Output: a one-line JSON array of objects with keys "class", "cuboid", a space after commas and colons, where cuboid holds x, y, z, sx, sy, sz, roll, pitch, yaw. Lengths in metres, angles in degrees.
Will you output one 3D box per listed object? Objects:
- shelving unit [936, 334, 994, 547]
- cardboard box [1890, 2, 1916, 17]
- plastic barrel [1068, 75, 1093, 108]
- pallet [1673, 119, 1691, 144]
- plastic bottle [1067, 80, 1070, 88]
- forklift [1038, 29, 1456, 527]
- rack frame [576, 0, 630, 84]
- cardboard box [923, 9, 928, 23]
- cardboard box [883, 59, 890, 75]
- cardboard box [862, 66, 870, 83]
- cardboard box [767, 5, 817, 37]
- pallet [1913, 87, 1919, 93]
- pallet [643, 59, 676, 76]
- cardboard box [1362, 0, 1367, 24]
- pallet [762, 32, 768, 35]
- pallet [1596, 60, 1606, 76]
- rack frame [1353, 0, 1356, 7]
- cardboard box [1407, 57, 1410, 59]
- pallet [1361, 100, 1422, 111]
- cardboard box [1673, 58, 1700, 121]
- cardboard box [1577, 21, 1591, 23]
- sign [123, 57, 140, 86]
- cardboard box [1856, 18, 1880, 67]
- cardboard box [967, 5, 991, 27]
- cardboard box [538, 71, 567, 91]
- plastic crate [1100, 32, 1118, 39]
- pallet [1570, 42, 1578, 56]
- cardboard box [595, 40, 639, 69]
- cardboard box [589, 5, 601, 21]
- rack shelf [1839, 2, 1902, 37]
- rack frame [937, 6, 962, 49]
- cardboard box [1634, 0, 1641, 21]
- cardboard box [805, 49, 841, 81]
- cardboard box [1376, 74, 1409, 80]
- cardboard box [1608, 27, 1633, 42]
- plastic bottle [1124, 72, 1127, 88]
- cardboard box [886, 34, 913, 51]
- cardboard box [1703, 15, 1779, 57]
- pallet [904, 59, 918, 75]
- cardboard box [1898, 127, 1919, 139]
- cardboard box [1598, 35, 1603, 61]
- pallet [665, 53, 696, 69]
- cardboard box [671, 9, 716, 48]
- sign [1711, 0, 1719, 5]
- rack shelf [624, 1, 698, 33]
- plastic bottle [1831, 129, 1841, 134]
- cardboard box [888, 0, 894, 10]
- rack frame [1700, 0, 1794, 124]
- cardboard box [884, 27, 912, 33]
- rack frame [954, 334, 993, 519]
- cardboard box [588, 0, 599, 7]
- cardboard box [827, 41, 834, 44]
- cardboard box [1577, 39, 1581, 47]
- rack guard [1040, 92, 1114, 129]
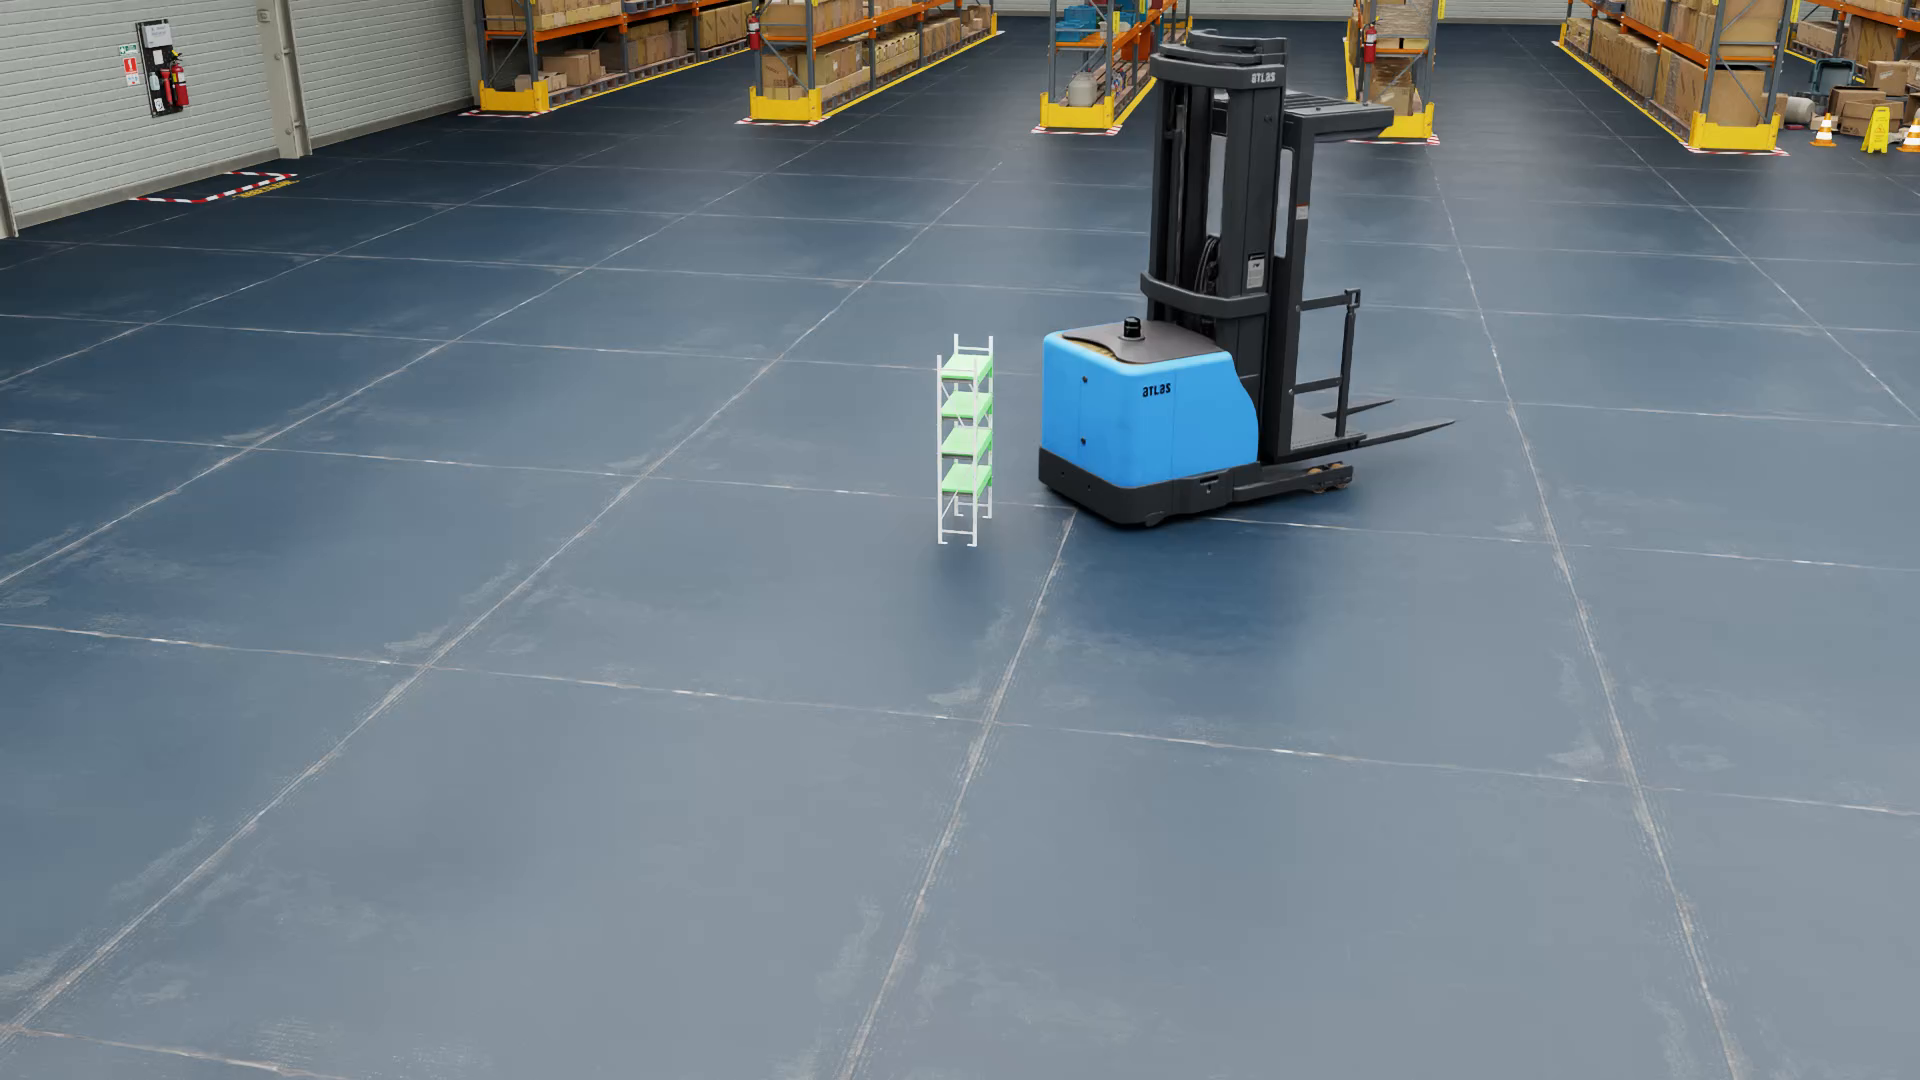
[{"class": "shelving unit", "cuboid": [0.034, -0.617, 10.280, 0.258, 1.200, 0.503, 4, 22, 11]}, {"class": "cardboard box", "cuboid": [17.964, -10.036, 31.458, 0.500, 0.250, 0.500, 4, 22, 9]}, {"class": "plastic barrel", "cuboid": [1.992, -7.395, 27.469, 0.421, 0.512, 0.421, 0, 22, 0]}, {"class": "pallet", "cuboid": [11.703, -6.320, 25.764, 1.003, 0.211, 1.213, 4, 22, 11]}, {"class": "plastic bottle", "cuboid": [1.884, -7.801, 28.756, 0.061, 0.283, 0.133, 5, 22, 12]}, {"class": "forklift", "cuboid": [2.062, -1.829, 10.971, 3.031, 2.935, 1.130, -12, 25, -28]}, {"class": "rack frame", "cuboid": [-6.950, -10.326, 31.978, 1.000, 3.000, 0.127, 4, 22, 11]}, {"class": "cardboard box", "cuboid": [-1.009, -11.744, 37.252, 0.500, 0.250, 0.500, 5, 22, 11]}, {"class": "cardboard box", "cuboid": [-1.669, -9.185, 32.262, 0.500, 0.250, 0.500, 5, 22, 12]}, {"class": "cardboard box", "cuboid": [-1.980, -8.683, 31.017, 0.500, 0.250, 0.500, 4, 22, 11]}, {"class": "cardboard box", "cuboid": [-2.808, -8.703, 27.814, 0.700, 0.500, 0.500, 4, 22, 11]}, {"class": "pallet", "cuboid": [17.703, -7.877, 29.629, 1.003, 0.211, 1.213, 4, 22, 11]}, {"class": "pallet", "cuboid": [-6.546, -9.765, 34.318, 1.003, 0.211, 1.213, 4, 22, 11]}, {"class": "cardboard box", "cuboid": [7.308, -9.038, 28.247, 0.875, 0.500, 0.500, 4, 22, 11]}, {"class": "pallet", "cuboid": [-5.086, -12.231, 40.439, 1.003, 0.211, 1.213, 4, 22, 11]}, {"class": "pallet", "cuboid": [13.661, -9.678, 34.102, 1.003, 0.211, 1.213, 4, 22, 11]}, {"class": "rack frame", "cuboid": [10.046, -13.582, 40.062, 1.000, 3.000, 0.127, 4, 22, 11]}, {"class": "cardboard box", "cuboid": [7.859, -8.634, 30.533, 0.700, 0.500, 0.500, 4, 22, 11]}, {"class": "pallet", "cuboid": [7.248, -7.204, 27.959, 1.003, 0.211, 1.213, 4, 22, 11]}, {"class": "cardboard box", "cuboid": [11.867, -7.100, 26.249, 0.875, 0.875, 0.875, 4, 22, 10]}, {"class": "cardboard box", "cuboid": [14.291, -11.760, 37.995, 0.380, 0.149, 0.250, 5, 23, 13]}, {"class": "sign", "cuboid": [-10.450, -5.912, 20.971, 0.001, 0.329, 0.234, 4, 22, 11]}, {"class": "cardboard box", "cuboid": [18.706, -10.009, 33.473, 0.875, 0.875, 0.875, 5, 22, 12]}, {"class": "cardboard box", "cuboid": [0.479, -13.166, 41.785, 0.500, 0.500, 0.500, 4, 22, 11]}, {"class": "cardboard box", "cuboid": [-7.421, -8.275, 29.895, 0.500, 0.311, 0.500, 6, 23, 15]}, {"class": "plastic crate", "cuboid": [2.430, -8.289, 27.272, 0.298, 0.136, 0.250, 4, 22, 11]}, {"class": "pallet", "cuboid": [14.414, -11.107, 37.648, 1.003, 0.211, 1.213, 4, 22, 11]}, {"class": "cardboard box", "cuboid": [-6.816, -9.641, 33.035, 0.700, 0.500, 0.500, 5, 23, 13]}, {"class": "cardboard box", "cuboid": [-6.947, -9.703, 30.604, 0.500, 0.250, 0.500, 4, 22, 11]}, {"class": "rack shelf", "cuboid": [18.523, -10.299, 32.873, 1.077, 0.370, 4.000, 4, 22, 11]}, {"class": "rack frame", "cuboid": [-0.467, -12.876, 38.309, 1.000, 3.000, 0.127, 4, 22, 11]}, {"class": "cardboard box", "cuboid": [12.688, -9.773, 30.472, 0.500, 0.500, 0.500, 4, 22, 11]}, {"class": "cardboard box", "cuboid": [-2.399, -8.300, 29.062, 0.500, 0.500, 0.500, 4, 22, 11]}, {"class": "cardboard box", "cuboid": [7.160, -7.442, 27.600, 0.500, 0.500, 0.500, 7, 23, 16]}, {"class": "cardboard box", "cuboid": [13.224, -10.080, 33.147, 0.500, 0.250, 0.500, 5, 22, 12]}, {"class": "plastic bottle", "cuboid": [2.973, -8.314, 30.029, 0.061, 0.283, 0.133, 6, 23, 14]}, {"class": "cardboard box", "cuboid": [-1.249, -10.191, 34.011, 0.500, 0.311, 0.500, 4, 22, 10]}, {"class": "cardboard box", "cuboid": [11.647, -7.524, 24.820, 0.875, 0.550, 0.550, 4, 22, 11]}, {"class": "pallet", "cuboid": [-1.490, -9.821, 34.457, 1.003, 0.211, 1.213, 4, 22, 11]}, {"class": "cardboard box", "cuboid": [14.772, -6.286, 25.762, 0.380, 0.149, 0.250, 18, 28, 38]}, {"class": "cardboard box", "cuboid": [13.454, -10.103, 34.208, 0.500, 0.500, 0.500, 5, 22, 12]}, {"class": "pallet", "cuboid": [-6.295, -10.210, 35.422, 1.003, 0.211, 1.213, 4, 22, 11]}, {"class": "cardboard box", "cuboid": [-5.855, -11.246, 36.577, 0.750, 0.750, 0.750, 4, 22, 10]}, {"class": "sign", "cuboid": [11.088, -8.009, 24.357, 0.100, 0.325, 0.005, 4, 22, 11]}, {"class": "rack shelf", "cuboid": [-6.542, -10.724, 33.929, 1.077, 0.370, 4.000, 4, 22, 11]}, {"class": "plastic bottle", "cuboid": [13.813, -6.481, 26.365, 0.133, 0.061, 0.283, -3, 22, -8]}, {"class": "cardboard box", "cuboid": [-1.610, -10.844, 33.131, 0.500, 0.500, 0.500, 3, 22, 8]}, {"class": "rack frame", "cuboid": [11.616, -7.315, 24.503, 1.000, 3.000, 0.127, 4, 22, 11]}, {"class": "cardboard box", "cuboid": [-1.323, -10.817, 35.955, 0.500, 0.500, 0.500, 5, 23, 13]}, {"class": "rack frame", "cuboid": [0.084, -0.706, 10.501, 0.240, 1.200, 0.015, 4, 22, 11]}, {"class": "cardboard box", "cuboid": [-6.953, -10.051, 30.465, 0.500, 0.500, 0.500, 4, 22, 9]}, {"class": "cardboard box", "cuboid": [-2.595, -8.888, 30.522, 0.500, 0.500, 0.500, 4, 22, 11]}, {"class": "cardboard box", "cuboid": [14.022, -11.124, 37.214, 0.380, 0.149, 0.250, 4, 22, 11]}, {"class": "rack guard", "cuboid": [1.902, -6.980, 27.016, 1.175, 0.500, 0.348, 4, 22, 11]}]
